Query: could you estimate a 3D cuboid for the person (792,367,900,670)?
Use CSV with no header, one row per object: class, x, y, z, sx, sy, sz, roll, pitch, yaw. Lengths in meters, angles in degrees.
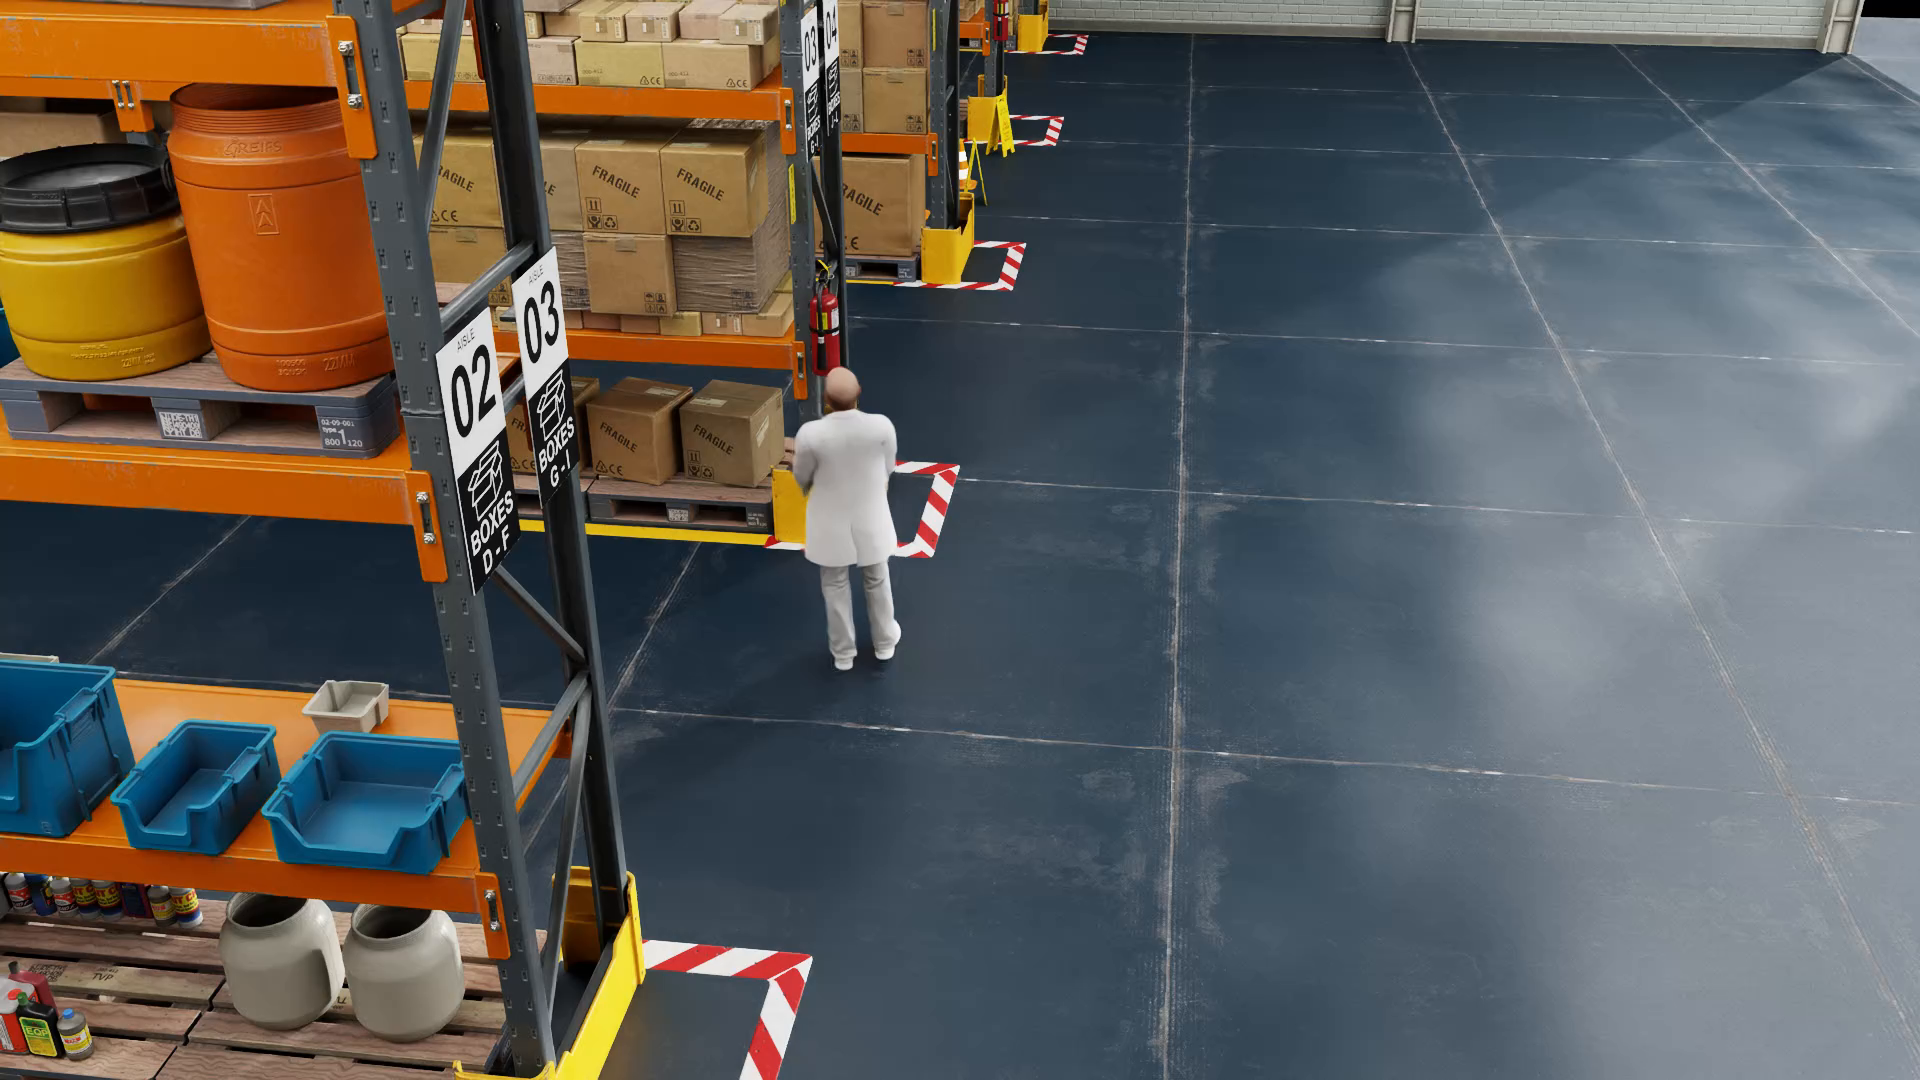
person,-0.598,-0.144,8.897,0.594,1.781,0.511,-6,29,-11
